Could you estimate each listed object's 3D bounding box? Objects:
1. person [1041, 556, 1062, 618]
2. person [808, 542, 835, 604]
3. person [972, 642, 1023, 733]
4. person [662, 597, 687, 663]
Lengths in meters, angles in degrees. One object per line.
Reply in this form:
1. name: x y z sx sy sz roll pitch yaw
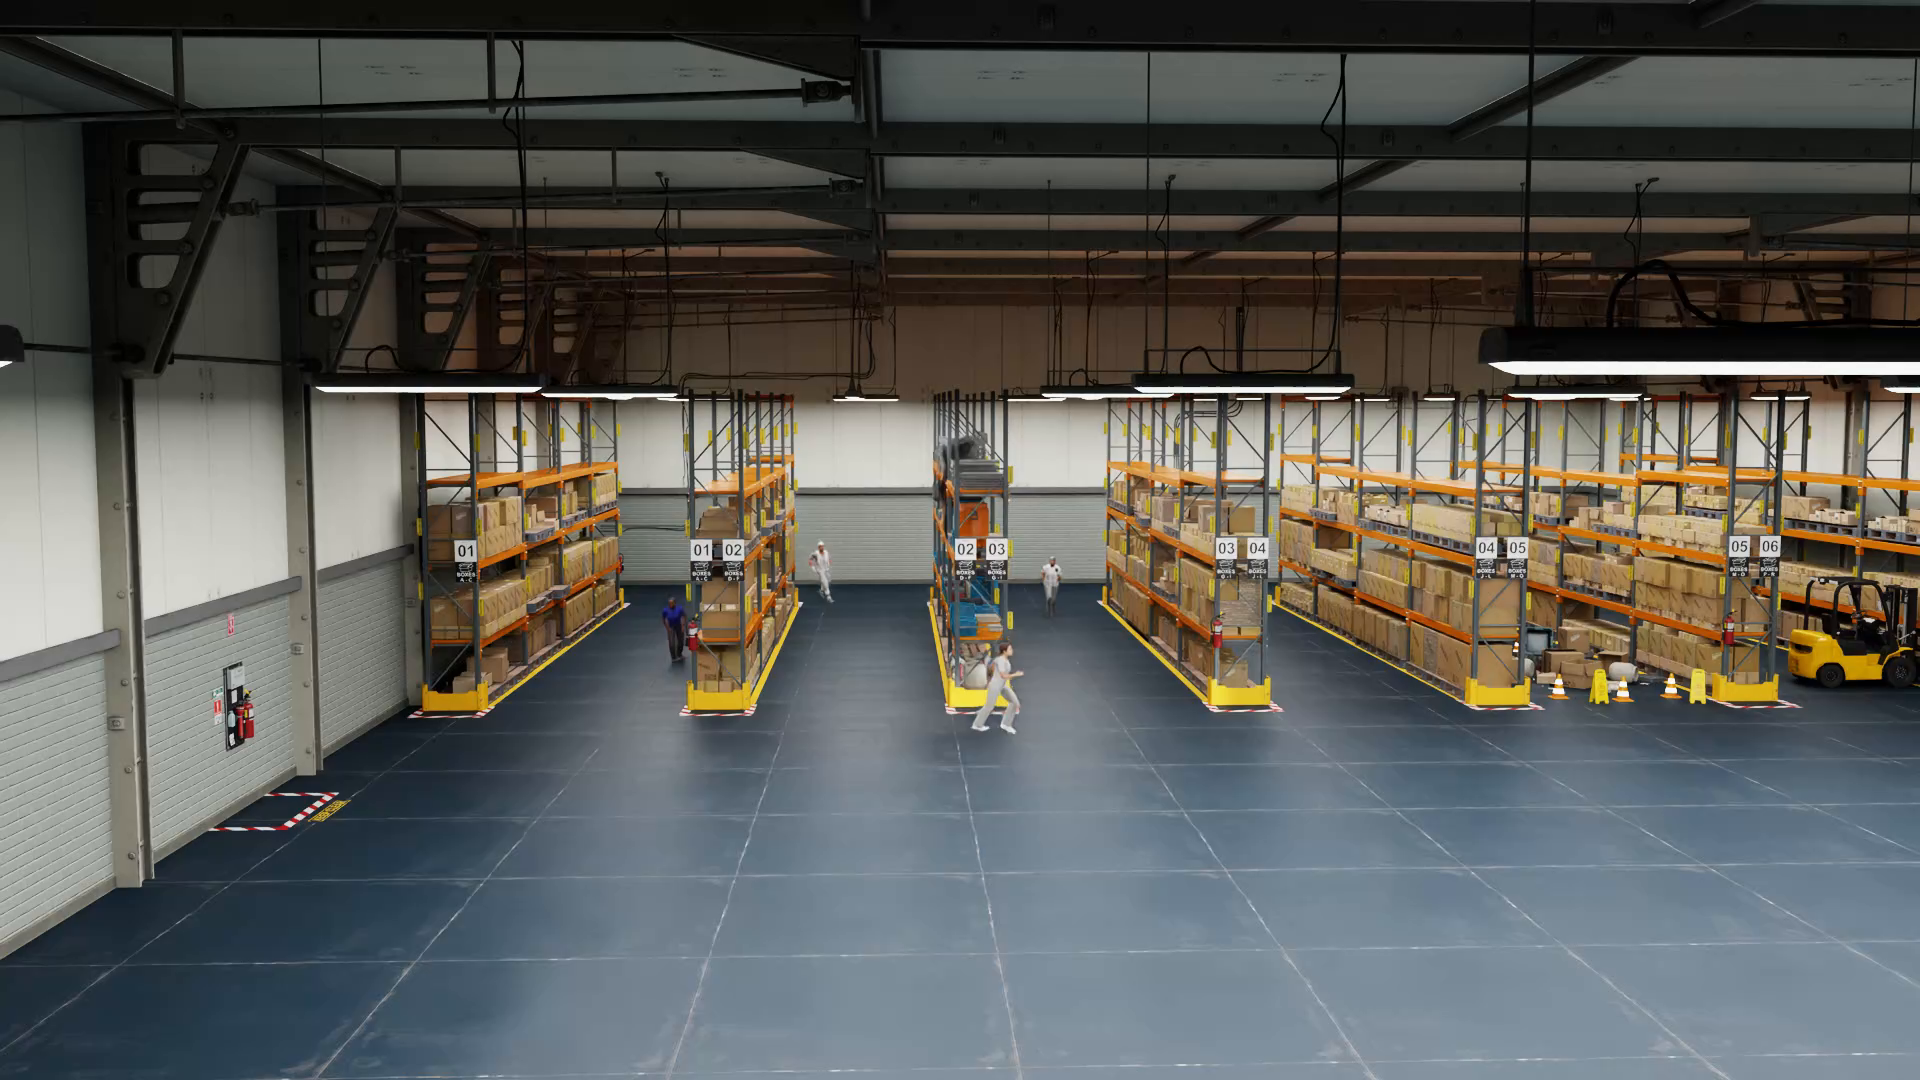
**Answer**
1. person: 2.479 1.262 44.839 0.508 1.684 0.800 -1 5 -11
2. person: -3.985 0.924 48.006 0.640 1.770 0.940 -3 6 -35
3. person: 0.654 2.558 28.776 0.928 1.613 0.494 2 5 21
4. person: -6.313 1.967 36.857 0.604 1.507 0.827 -2 5 -20
